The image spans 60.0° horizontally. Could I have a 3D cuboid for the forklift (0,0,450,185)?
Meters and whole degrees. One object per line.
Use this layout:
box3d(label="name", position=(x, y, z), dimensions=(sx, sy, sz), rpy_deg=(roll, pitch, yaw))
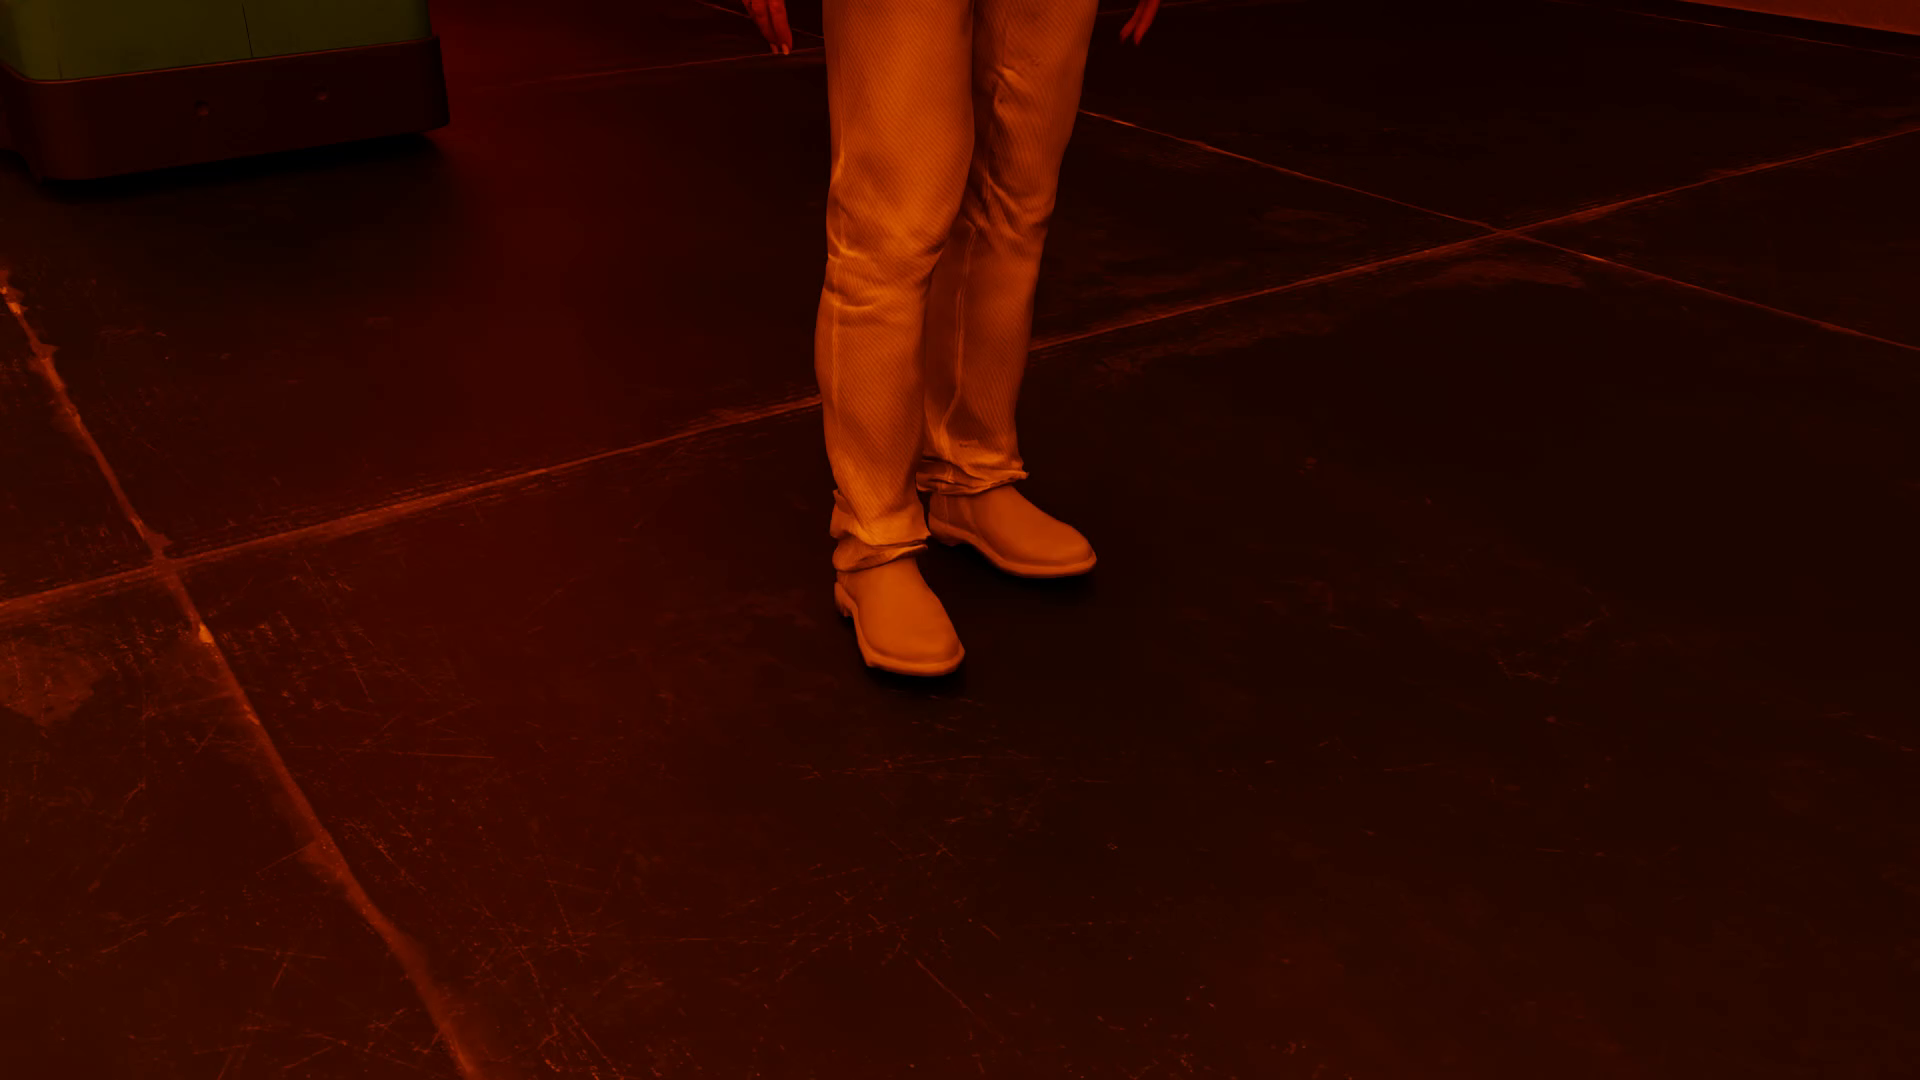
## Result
box3d(label="forklift", position=(-2.737, -2.795, 4.802), dimensions=(1.130, 2.935, 3.031), rpy_deg=(-19, 32, -33))

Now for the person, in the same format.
box3d(label="person", position=(0.035, -0.769, 2.046), dimensions=(0.665, 1.768, 0.575), rpy_deg=(-17, 31, -31))
